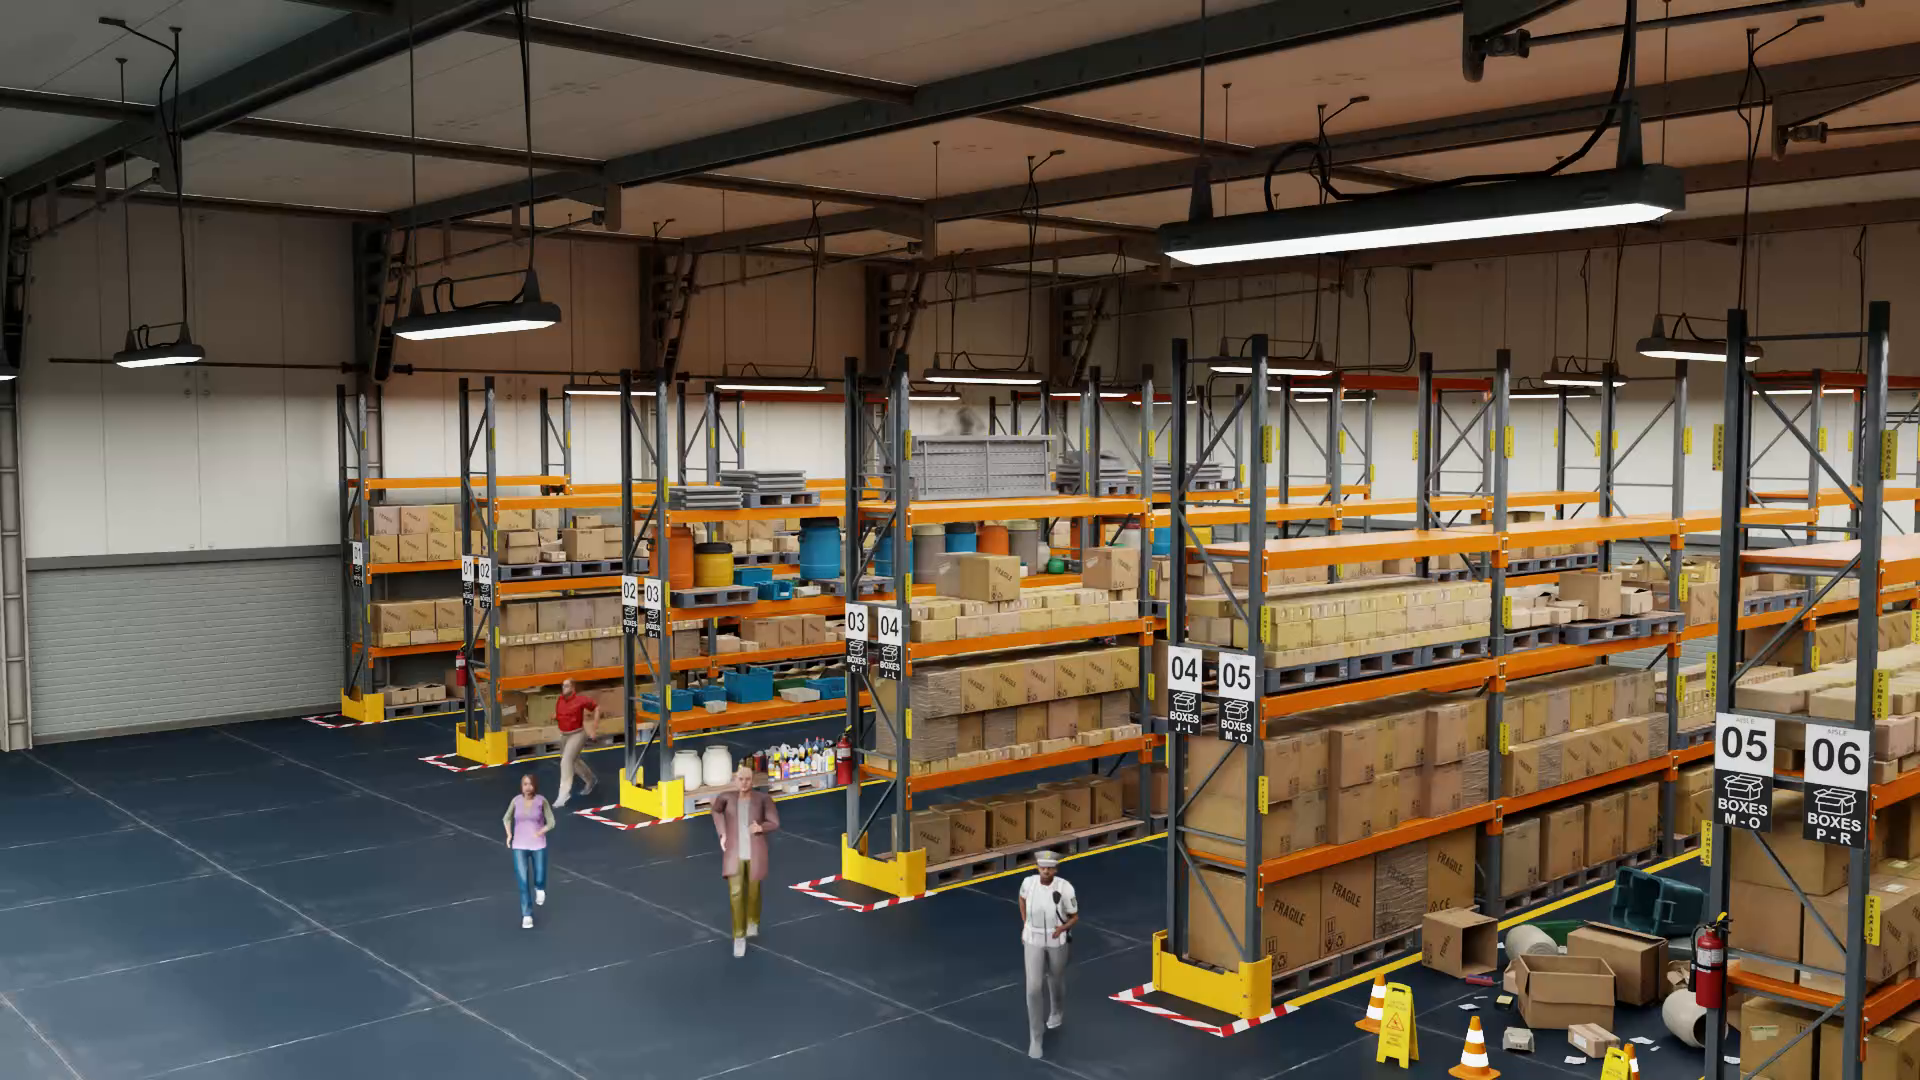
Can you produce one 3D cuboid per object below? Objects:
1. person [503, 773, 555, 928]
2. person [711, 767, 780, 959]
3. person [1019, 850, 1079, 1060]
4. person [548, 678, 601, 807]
[{"bbox_3d":[-4.539,3.231,17.510,0.547,1.561,0.743,-1,4,-10],"label":"person"},{"bbox_3d":[-2.148,3.220,16.637,0.697,1.745,0.816,0,4,-6],"label":"person"},{"bbox_3d":[0.743,3.419,13.981,0.512,1.735,0.870,0,4,4],"label":"person"},{"bbox_3d":[-5.400,2.791,23.208,0.682,1.762,0.884,3,5,37],"label":"person"}]
